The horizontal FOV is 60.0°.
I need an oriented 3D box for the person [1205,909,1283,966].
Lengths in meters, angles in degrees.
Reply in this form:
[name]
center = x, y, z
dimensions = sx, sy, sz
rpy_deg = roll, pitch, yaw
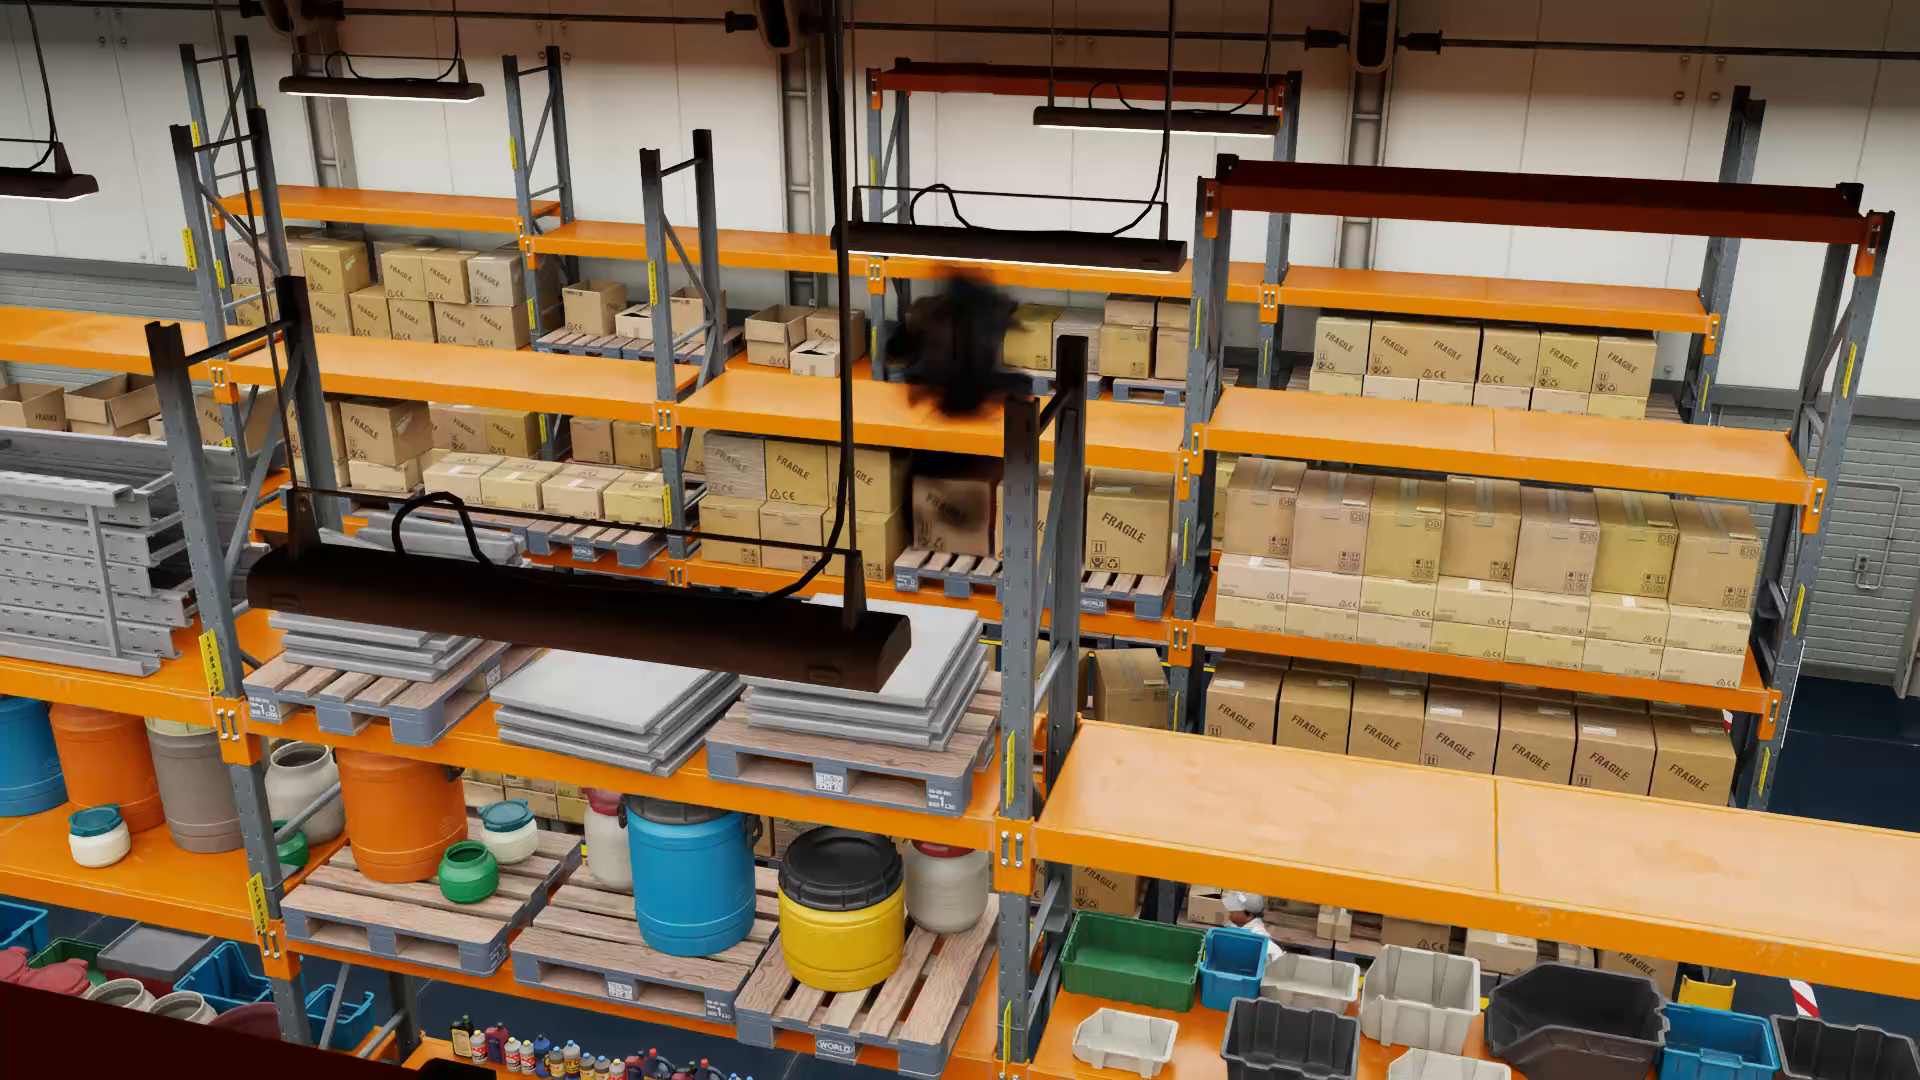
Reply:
[person]
center = 1.921, 3.094, 11.248
dimensions = 0.723, 1.706, 0.572
rpy_deg = 3, 23, 6
